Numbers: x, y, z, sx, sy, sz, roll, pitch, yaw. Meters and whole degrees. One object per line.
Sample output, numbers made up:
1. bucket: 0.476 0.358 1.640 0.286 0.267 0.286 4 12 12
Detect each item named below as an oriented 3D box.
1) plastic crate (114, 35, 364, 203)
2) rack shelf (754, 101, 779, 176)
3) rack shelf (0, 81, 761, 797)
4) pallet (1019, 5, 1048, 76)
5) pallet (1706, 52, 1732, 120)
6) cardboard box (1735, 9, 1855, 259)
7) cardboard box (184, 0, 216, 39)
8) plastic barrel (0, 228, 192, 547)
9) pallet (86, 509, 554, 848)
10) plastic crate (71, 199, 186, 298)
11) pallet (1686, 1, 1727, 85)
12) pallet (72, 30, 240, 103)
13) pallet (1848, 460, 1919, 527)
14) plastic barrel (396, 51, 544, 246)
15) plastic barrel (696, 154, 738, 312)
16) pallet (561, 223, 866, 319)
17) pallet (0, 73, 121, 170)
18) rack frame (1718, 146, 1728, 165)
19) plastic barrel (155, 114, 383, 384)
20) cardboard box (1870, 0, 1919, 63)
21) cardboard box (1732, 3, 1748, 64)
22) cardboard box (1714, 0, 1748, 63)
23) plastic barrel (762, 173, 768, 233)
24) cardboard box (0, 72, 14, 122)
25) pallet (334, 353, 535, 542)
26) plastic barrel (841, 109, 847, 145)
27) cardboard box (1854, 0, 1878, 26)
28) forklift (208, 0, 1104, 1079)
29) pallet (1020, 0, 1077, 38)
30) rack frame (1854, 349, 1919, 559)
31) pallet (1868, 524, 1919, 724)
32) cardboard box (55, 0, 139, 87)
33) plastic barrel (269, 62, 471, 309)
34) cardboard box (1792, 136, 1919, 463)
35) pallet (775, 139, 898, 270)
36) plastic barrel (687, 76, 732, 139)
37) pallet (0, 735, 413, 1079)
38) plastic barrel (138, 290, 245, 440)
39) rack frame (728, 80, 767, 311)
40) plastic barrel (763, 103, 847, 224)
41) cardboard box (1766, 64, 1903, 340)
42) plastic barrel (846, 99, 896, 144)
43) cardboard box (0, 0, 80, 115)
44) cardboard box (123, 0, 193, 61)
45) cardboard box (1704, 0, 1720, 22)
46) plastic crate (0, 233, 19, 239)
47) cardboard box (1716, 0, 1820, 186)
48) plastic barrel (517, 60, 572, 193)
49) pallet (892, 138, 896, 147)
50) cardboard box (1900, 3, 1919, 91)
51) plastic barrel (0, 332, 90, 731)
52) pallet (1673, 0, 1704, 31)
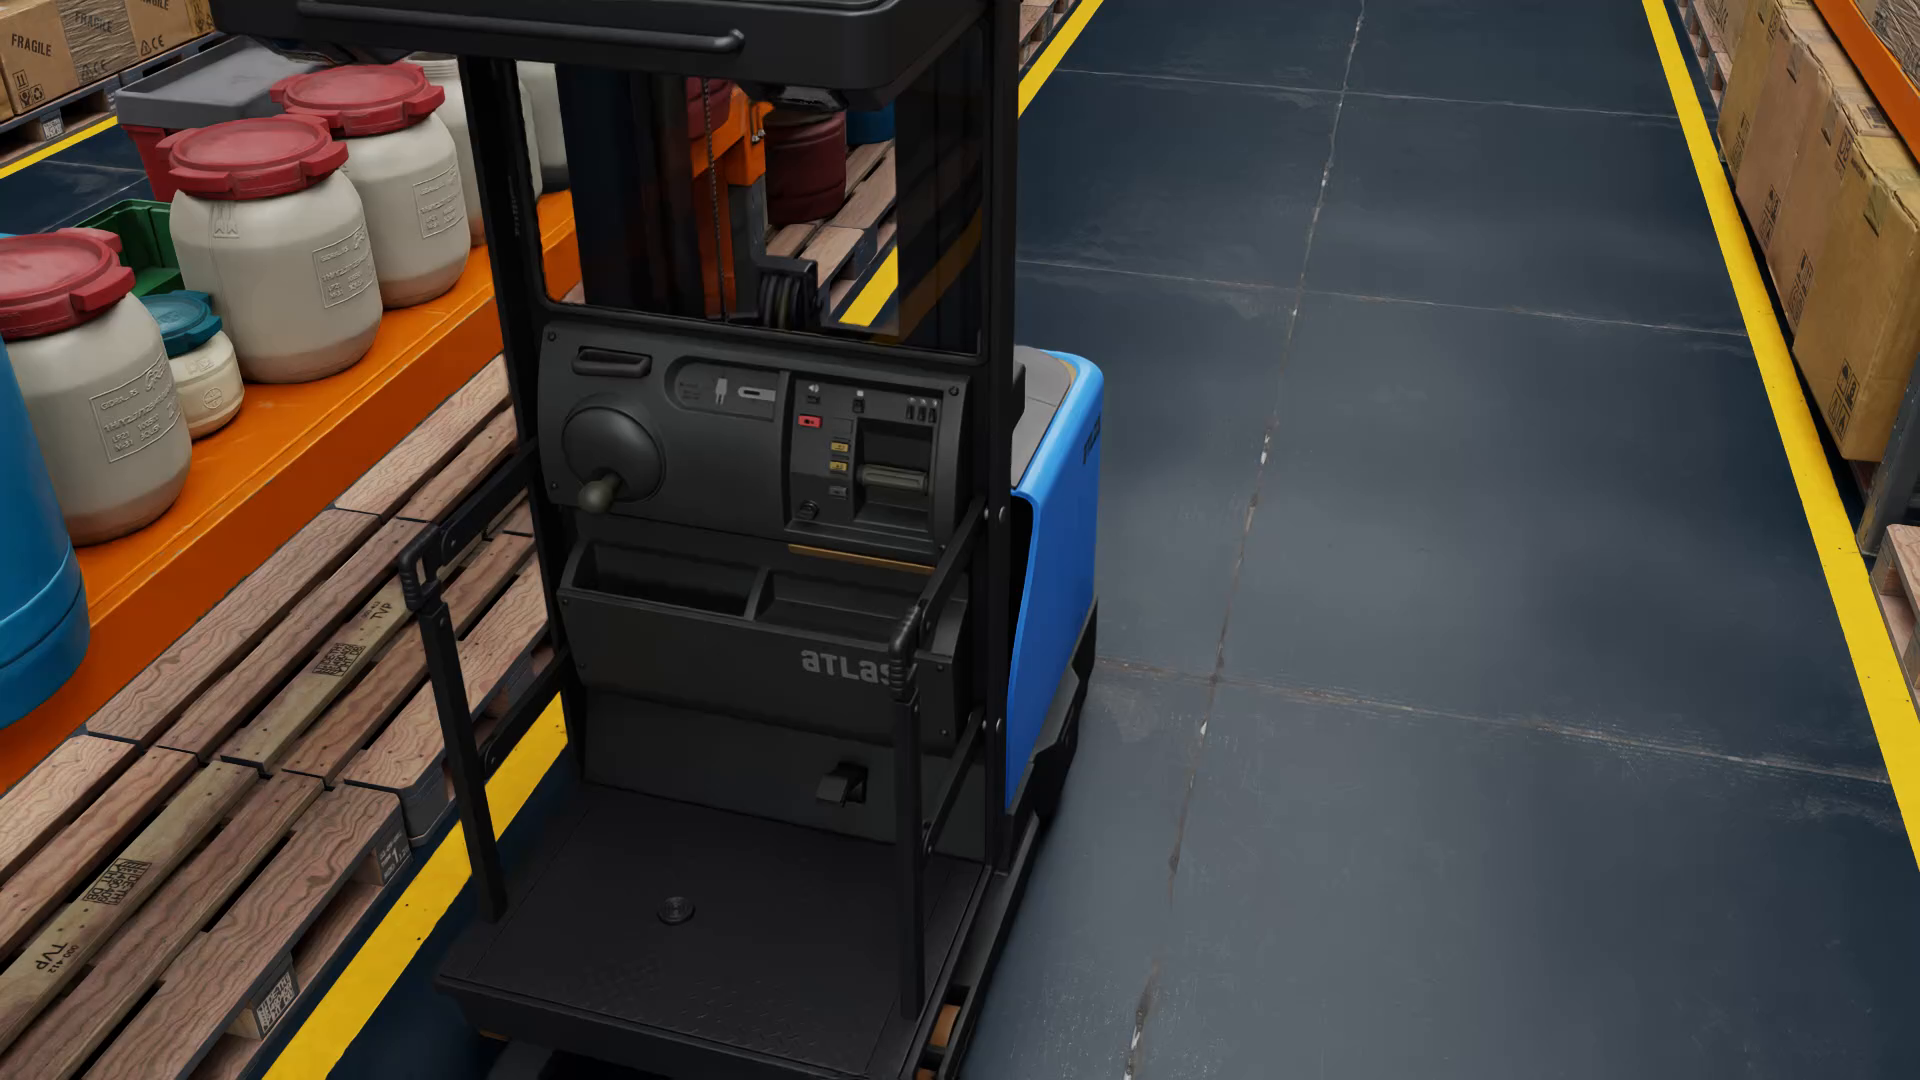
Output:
1. plastic crate: -1.932 -1.076 4.586 0.402 0.464 0.583 8 33 12
2. rack shelf: -0.718 -2.580 7.683 1.077 0.370 4.000 8 33 12
3. rack shelf: -1.733 -0.504 4.418 1.077 0.370 4.000 8 33 12
4. pallet: -0.062 -3.131 10.479 1.003 0.211 1.213 8 33 12
5. pallet: 4.849 -2.454 9.414 1.003 0.211 1.213 8 33 12
6. cardboard box: 4.211 -1.729 7.263 1.225 0.875 0.875 7 33 11
7. cardboard box: -4.849 -3.433 10.274 0.500 0.500 0.500 8 33 12
8. plastic barrel: -1.786 -0.294 3.290 0.433 0.535 0.433 0 32 0
9. pallet: -1.771 0.359 4.988 1.003 0.211 1.213 8 33 12
10. plastic crate: -2.072 -0.623 4.131 0.450 0.188 0.662 8 33 12
11. pallet: 5.156 -3.089 10.413 1.003 0.211 1.213 8 33 12
12. pallet: -5.171 -2.993 10.262 1.003 0.211 1.213 8 33 12
13. pallet: 3.838 -0.393 6.172 1.003 0.211 1.213 8 33 12
14. plastic barrel: -1.387 -1.111 4.598 0.421 0.512 0.421 0 32 0
15. plastic barrel: -1.118 -1.363 6.730 0.600 0.830 0.708 8 33 12
16. pallet: -1.066 -1.084 7.258 1.003 0.211 1.213 8 33 12
17. pallet: -5.478 -2.358 9.263 1.003 0.211 1.213 8 33 12
18. rack frame: 4.580 -3.247 8.061 1.000 3.000 0.127 8 33 12
19. plastic barrel: -1.600 -0.674 3.888 0.433 0.535 0.433 0 32 0
20. cardboard box: 3.712 -2.031 6.056 0.500 0.500 0.500 7 33 11
21. cardboard box: 4.825 -2.859 9.040 0.875 0.875 0.875 8 33 12
22. cardboard box: 5.054 -3.326 9.775 0.875 0.875 0.875 8 33 12
23. plastic barrel: -1.061 -1.534 7.295 0.421 0.512 0.421 0 32 0
24. cardboard box: -5.364 -2.382 8.621 0.500 0.500 0.500 8 33 12
25. pallet: -1.460 -0.272 5.981 1.003 0.211 1.213 8 33 12
26. plastic barrel: -0.775 -2.120 8.217 0.421 0.512 0.421 0 32 0
27. cardboard box: 3.842 -2.295 6.471 0.500 0.500 0.500 9 33 13
28. forklift: -0.499 -0.150 3.253 1.130 2.935 3.031 9 34 14
29. pallet: 0.246 -3.766 11.478 1.003 0.211 1.213 8 33 12
30. rack frame: 3.565 -1.171 4.796 1.000 3.000 0.127 8 33 12
31. pallet: 3.365 0.411 4.907 1.003 0.211 1.213 8 33 12
32. cardboard box: -5.110 -2.918 9.464 0.500 0.500 0.500 8 33 13
33. plastic barrel: -1.490 -0.899 4.242 0.433 0.535 0.433 0 32 0
34. cardboard box: 3.760 -0.807 5.813 1.225 0.875 0.875 7 33 10
35. pallet: -0.754 -1.715 8.250 1.003 0.211 1.213 8 33 12
36. plastic barrel: -1.050 -1.621 5.377 0.600 0.536 0.708 8 33 12
37. pallet: -2.079 0.994 3.989 1.003 0.211 1.213 8 33 12
38. plastic barrel: -1.756 -0.377 3.677 0.301 0.262 0.301 0 32 0
39. rack frame: -1.226 -1.846 5.857 1.000 3.000 0.127 8 33 12
40. plastic barrel: -0.831 -1.847 7.716 0.600 0.588 0.708 8 33 12
41. cardboard box: 3.994 -1.269 6.539 1.225 0.875 0.875 8 33 13
42. plastic barrel: -0.545 -2.565 8.554 0.600 0.901 0.708 8 33 12
43. cardboard box: -5.237 -2.654 9.048 0.500 0.500 0.500 7 33 11
44. cardboard box: -4.982 -3.178 9.873 0.500 0.500 0.500 8 33 13
45. cardboard box: 5.279 -3.788 10.502 0.875 0.875 0.875 8 33 12
46. plastic crate: -2.262 -0.378 3.563 0.392 0.384 0.575 8 33 12
47. cardboard box: 4.437 -2.193 7.992 1.225 0.875 0.875 8 33 13
48. plastic barrel: -1.280 -1.330 4.942 0.421 0.512 0.421 0 32 0
49. pallet: -0.447 -2.350 9.249 1.003 0.211 1.213 8 33 12
50. cardboard box: 3.583 -1.761 5.631 0.500 0.500 0.500 8 33 12
51. plastic barrel: -1.850 -0.141 2.708 0.600 0.901 0.708 8 33 12
52. pallet: 5.468 -3.720 11.405 1.003 0.211 1.213 8 33 12
